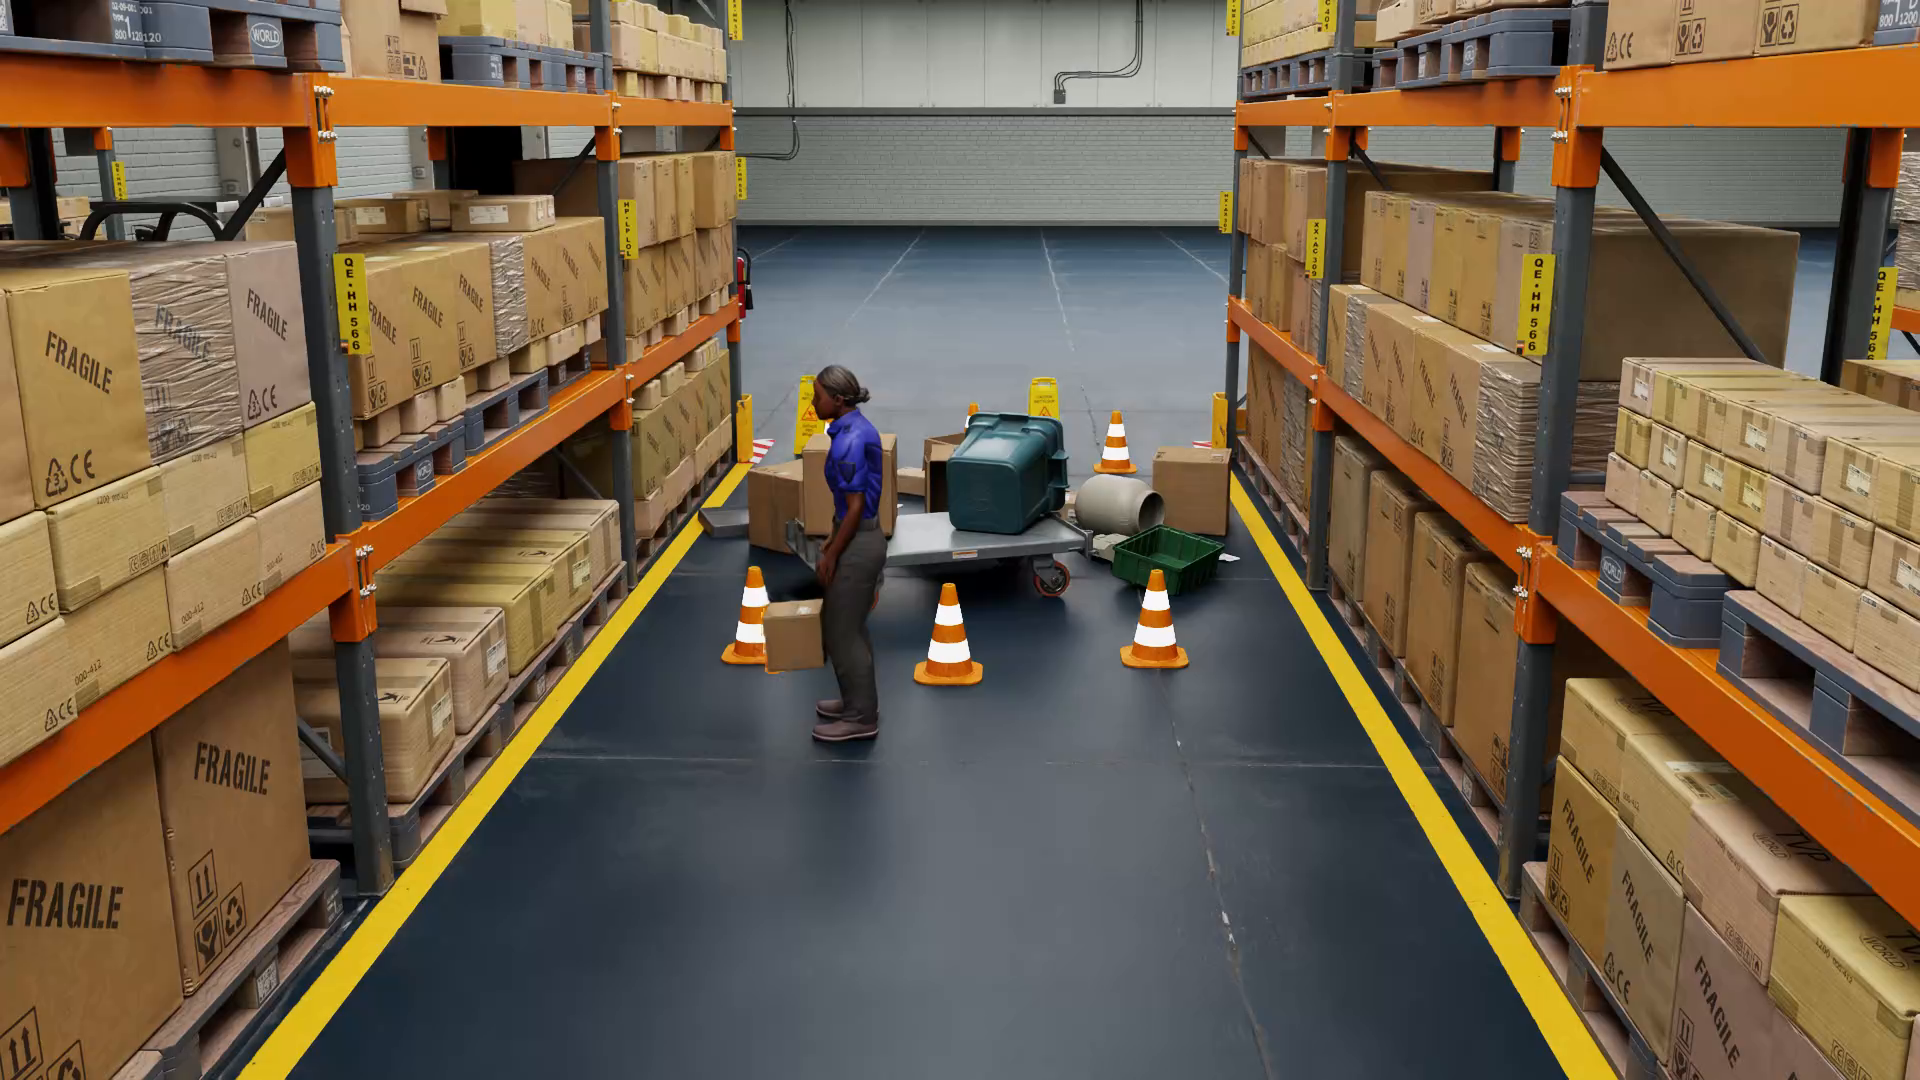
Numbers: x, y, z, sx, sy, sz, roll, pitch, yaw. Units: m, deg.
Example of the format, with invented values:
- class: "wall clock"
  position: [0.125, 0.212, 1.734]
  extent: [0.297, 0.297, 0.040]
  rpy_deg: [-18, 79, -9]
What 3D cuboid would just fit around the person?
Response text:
- class: "person"
  position: [-0.492, 0.045, 7.321]
  extent: [0.345, 1.659, 0.495]
  rpy_deg: [0, 14, 0]
